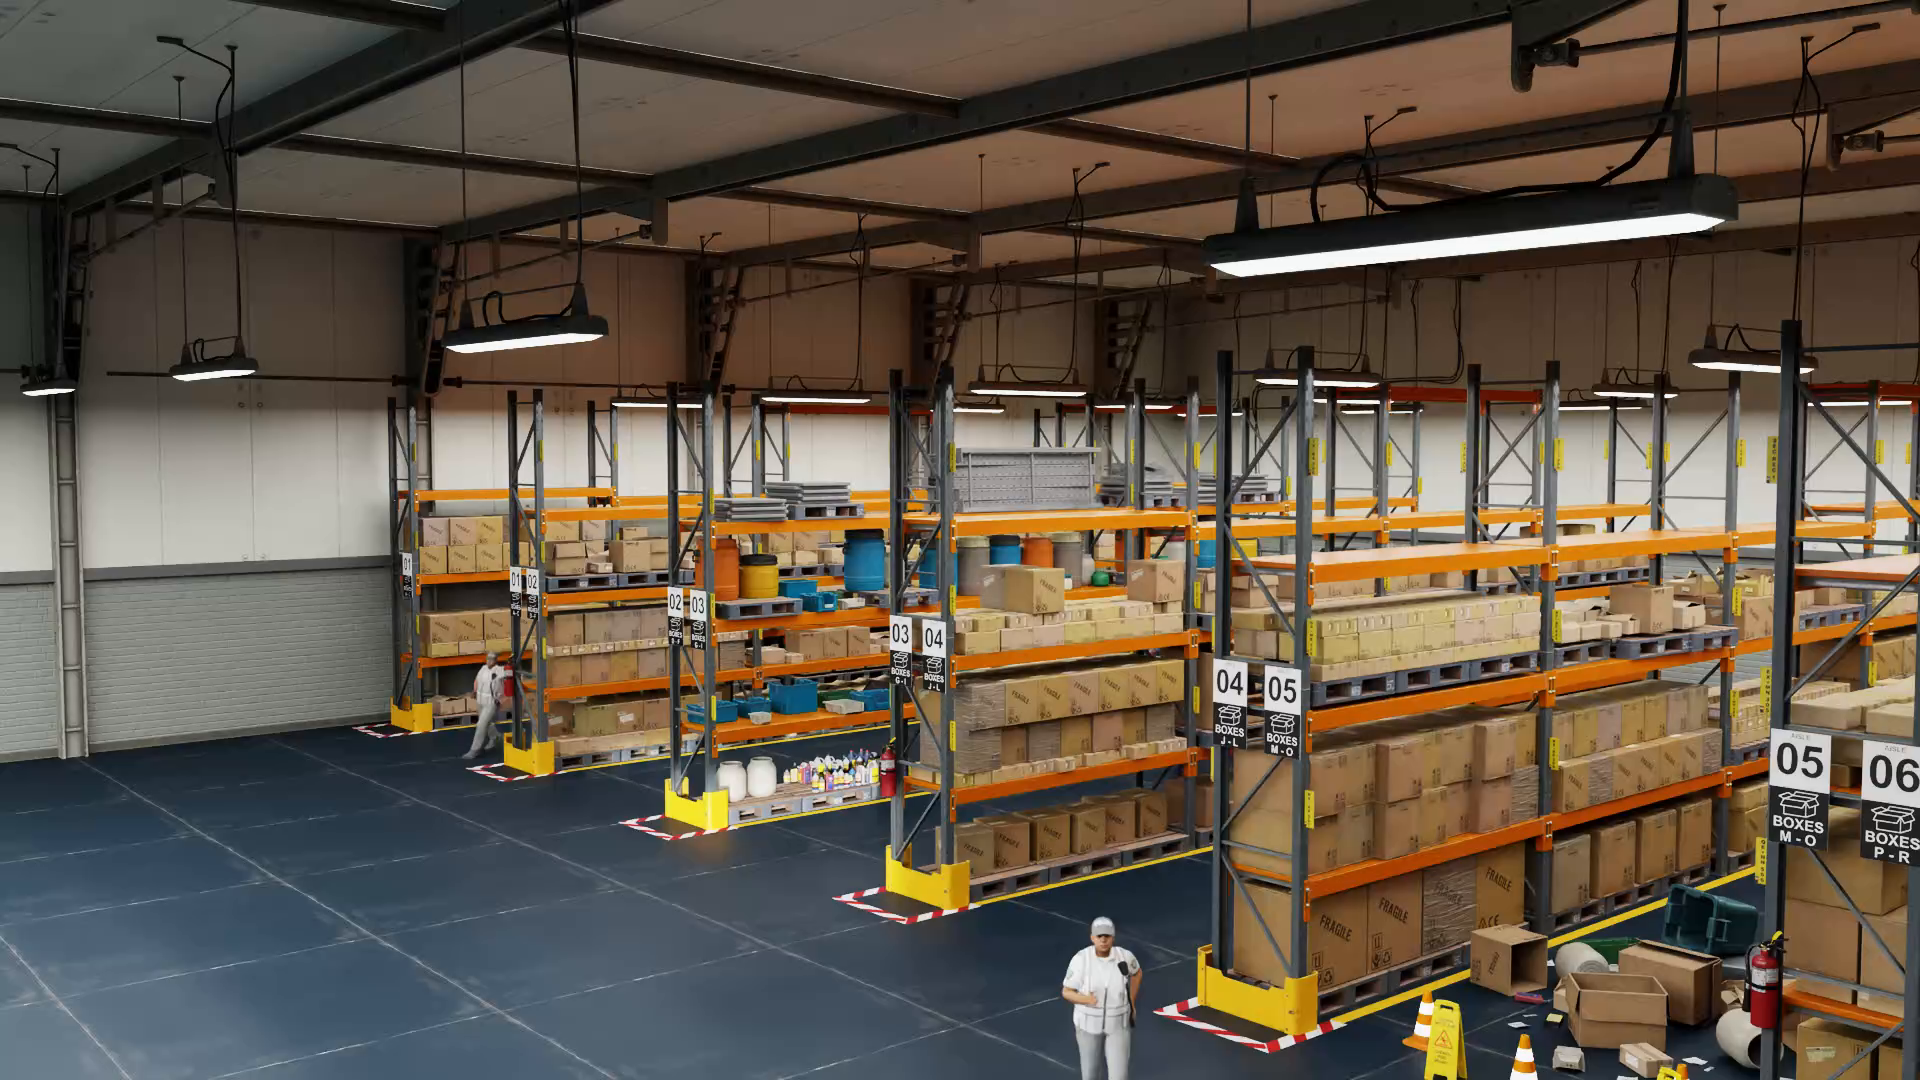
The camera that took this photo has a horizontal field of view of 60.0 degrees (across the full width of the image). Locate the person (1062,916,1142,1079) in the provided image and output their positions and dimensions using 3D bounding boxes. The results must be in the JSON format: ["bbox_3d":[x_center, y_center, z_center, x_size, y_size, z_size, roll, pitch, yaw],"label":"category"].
[{"bbox_3d":[1.046,3.608,12.219,0.594,1.708,0.819,0,3,3],"label":"person"}]

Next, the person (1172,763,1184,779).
[{"bbox_3d":[3.487,2.890,25.629,0.616,1.608,0.764,3,4,42],"label":"person"}]

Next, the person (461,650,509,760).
[{"bbox_3d":[-7.768,2.682,27.403,0.737,1.766,0.965,2,4,30],"label":"person"}]
